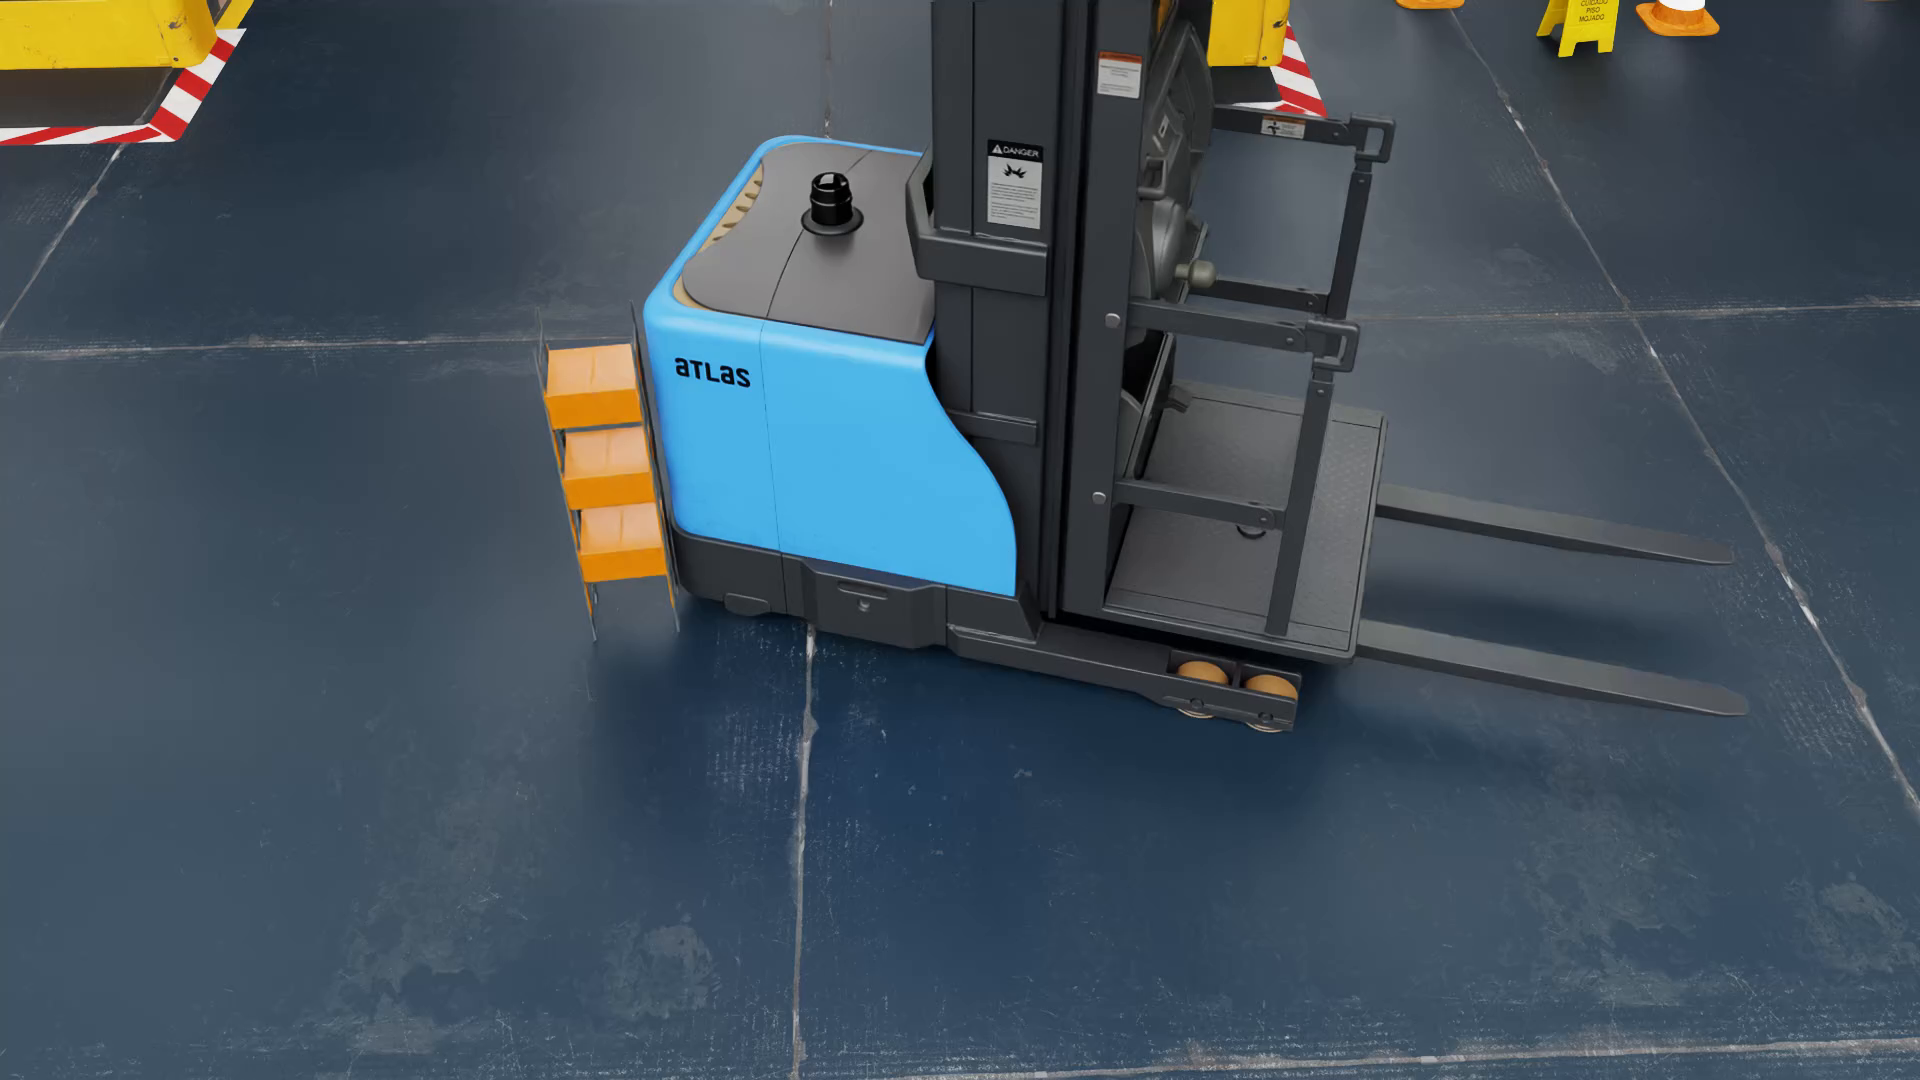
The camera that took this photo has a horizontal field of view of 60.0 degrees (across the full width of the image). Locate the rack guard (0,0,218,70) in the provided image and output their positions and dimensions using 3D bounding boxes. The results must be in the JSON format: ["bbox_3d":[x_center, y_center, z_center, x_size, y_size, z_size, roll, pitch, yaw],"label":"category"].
[{"bbox_3d":[-4.070,-2.448,7.551,1.175,0.500,0.348,-2,43,-2],"label":"rack guard"}]

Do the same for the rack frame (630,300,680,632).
[{"bbox_3d":[-0.853,-0.181,4.670,0.008,1.050,0.200,-6,43,-6],"label":"rack frame"}]

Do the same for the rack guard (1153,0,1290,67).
[{"bbox_3d":[0.894,-2.455,7.558,1.175,0.500,0.348,-2,43,-2],"label":"rack guard"}]

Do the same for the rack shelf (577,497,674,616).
[{"bbox_3d":[-0.974,0.044,4.852,0.240,0.259,0.215,-6,43,-6],"label":"rack shelf"}]

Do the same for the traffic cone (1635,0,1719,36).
[{"bbox_3d":[3.432,-2.660,7.809,0.336,0.463,0.334,-2,43,-2],"label":"traffic cone"}]

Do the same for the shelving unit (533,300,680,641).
[{"bbox_3d":[-0.974,-0.168,4.657,0.252,1.050,0.215,-6,43,-6],"label":"shelving unit"}]

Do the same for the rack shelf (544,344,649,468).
[{"bbox_3d":[-0.974,-0.370,4.472,0.240,0.259,0.215,-6,43,-6],"label":"rack shelf"}]

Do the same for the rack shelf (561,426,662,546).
[{"bbox_3d":[-0.974,-0.161,4.664,0.240,0.259,0.215,-6,43,-6],"label":"rack shelf"}]

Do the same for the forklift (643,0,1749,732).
[{"bbox_3d":[0.725,-0.943,4.110,3.031,2.935,1.130,11,44,11],"label":"forklift"}]

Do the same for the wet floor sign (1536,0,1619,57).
[{"bbox_3d":[2.872,-2.562,7.567,0.267,0.644,0.232,-8,43,-9],"label":"wet floor sign"}]

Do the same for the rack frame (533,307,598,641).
[{"bbox_3d":[-1.094,-0.156,4.643,0.008,1.050,0.200,-6,43,-6],"label":"rack frame"}]

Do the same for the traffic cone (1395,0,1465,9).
[{"bbox_3d":[2.289,-2.857,8.024,0.336,0.463,0.334,-2,43,-2],"label":"traffic cone"}]

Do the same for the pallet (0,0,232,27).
[{"bbox_3d":[-4.069,-2.891,8.248,1.003,0.211,1.213,-2,43,-2],"label":"pallet"}]
